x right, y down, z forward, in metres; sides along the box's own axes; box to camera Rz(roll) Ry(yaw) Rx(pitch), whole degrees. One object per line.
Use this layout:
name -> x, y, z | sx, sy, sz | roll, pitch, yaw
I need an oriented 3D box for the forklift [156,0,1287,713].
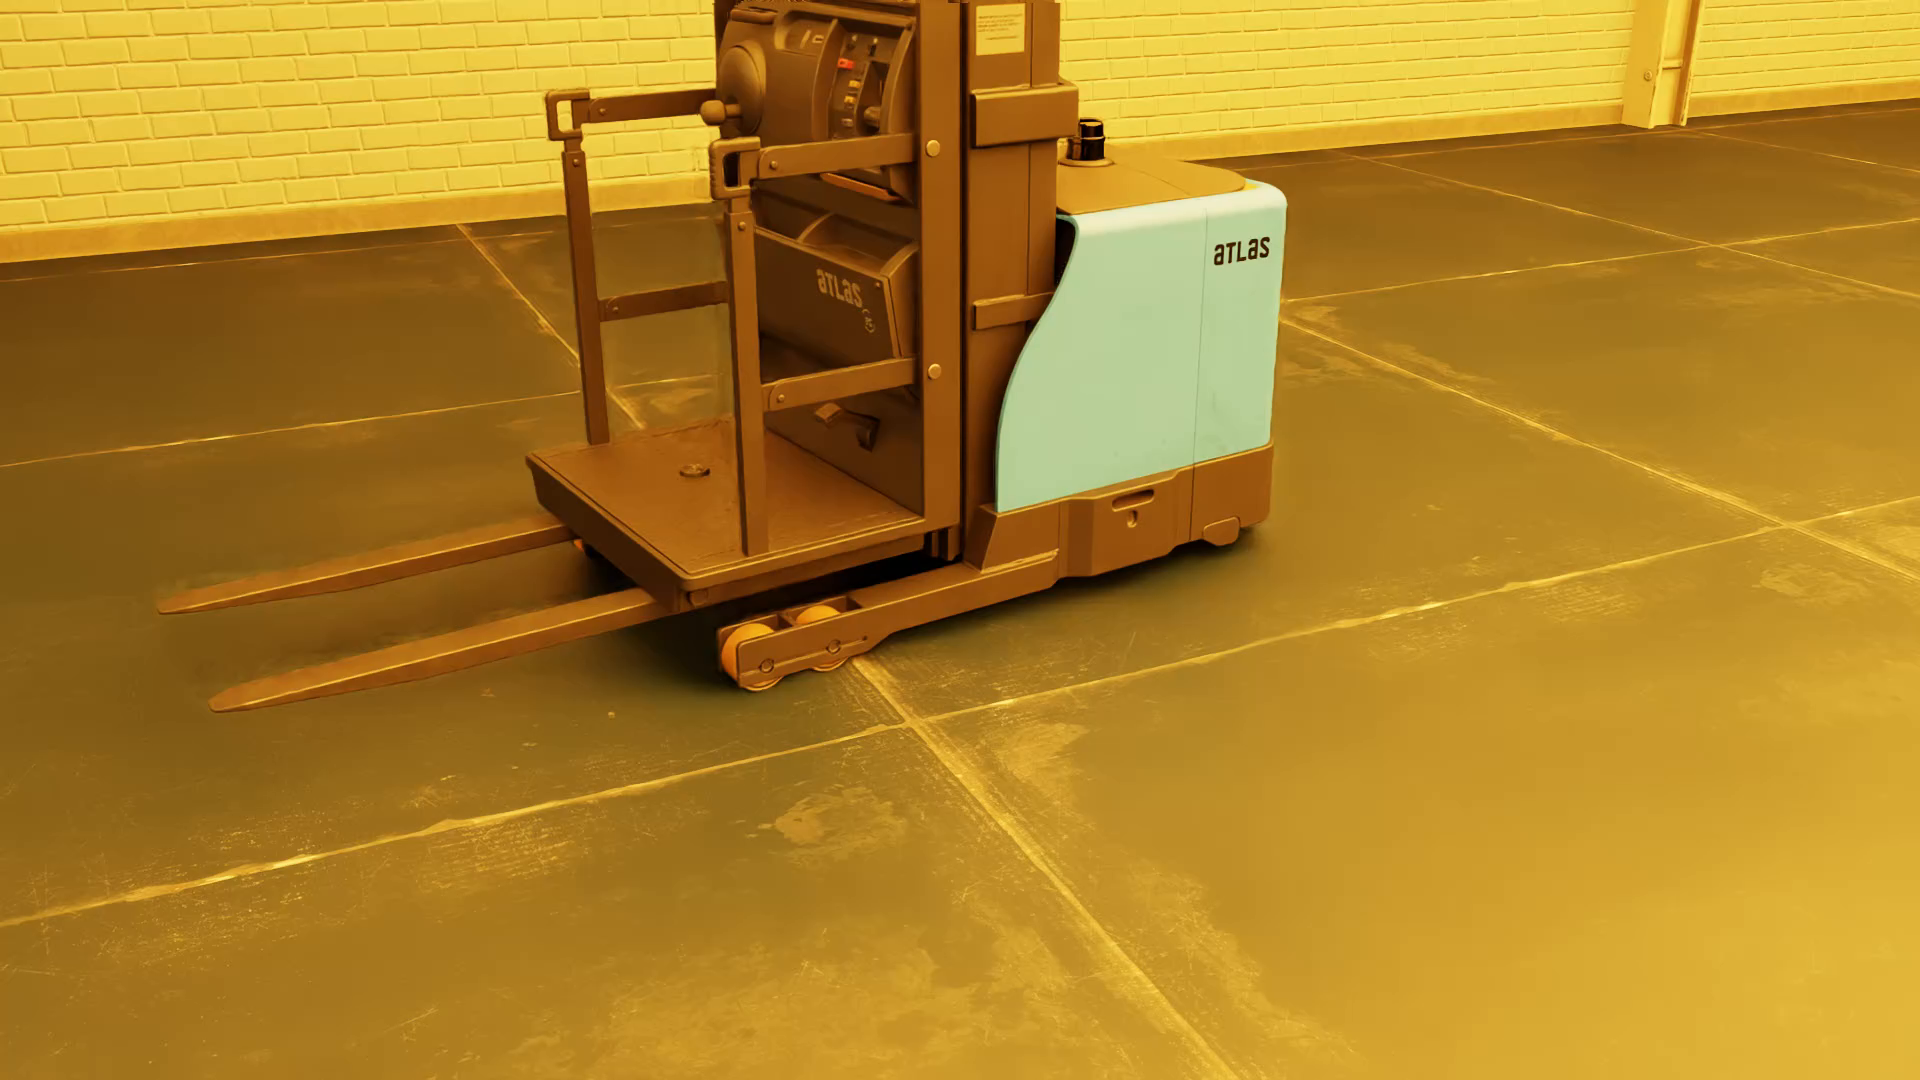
forklift -> -0.560, -1.204, 4.184 | 3.031, 2.935, 1.130 | -14, 27, -31
